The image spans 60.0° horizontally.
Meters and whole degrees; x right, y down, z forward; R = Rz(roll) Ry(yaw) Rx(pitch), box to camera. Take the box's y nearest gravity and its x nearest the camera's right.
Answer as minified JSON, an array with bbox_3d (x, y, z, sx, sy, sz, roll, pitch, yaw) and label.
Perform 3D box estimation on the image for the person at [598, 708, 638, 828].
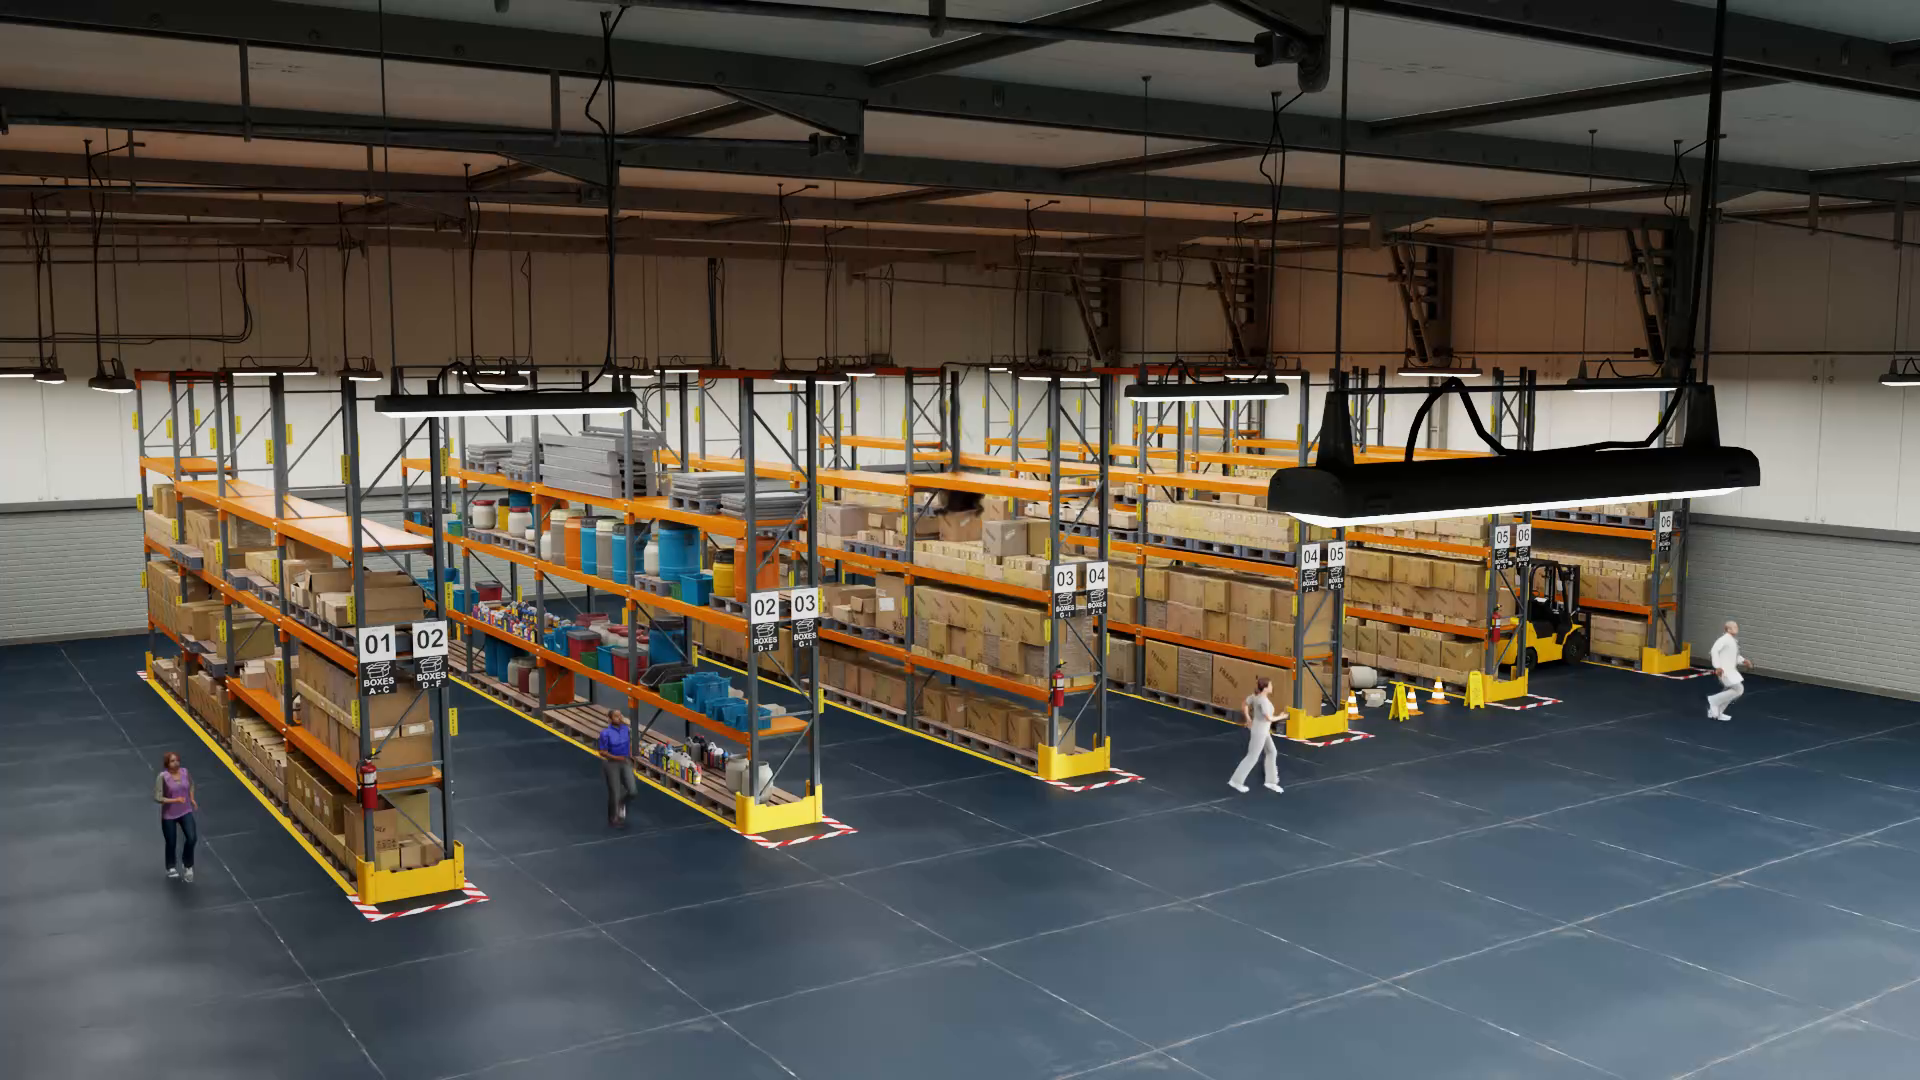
[{"bbox_3d":[-4.515,3.043,22.121,0.561,1.604,0.562,-5,8,-40],"label":"person"}]

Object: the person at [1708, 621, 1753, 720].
[{"bbox_3d":[13.234,2.252,28.562,0.666,1.731,0.722,5,8,35],"label":"person"}]

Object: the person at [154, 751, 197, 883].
[{"bbox_3d":[-9.325,3.303,19.829,0.507,1.604,0.667,-6,9,-41],"label":"person"}]

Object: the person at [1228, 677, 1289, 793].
[{"bbox_3d":[4.267,2.800,23.783,0.842,1.709,0.579,0,6,1],"label":"person"}]
